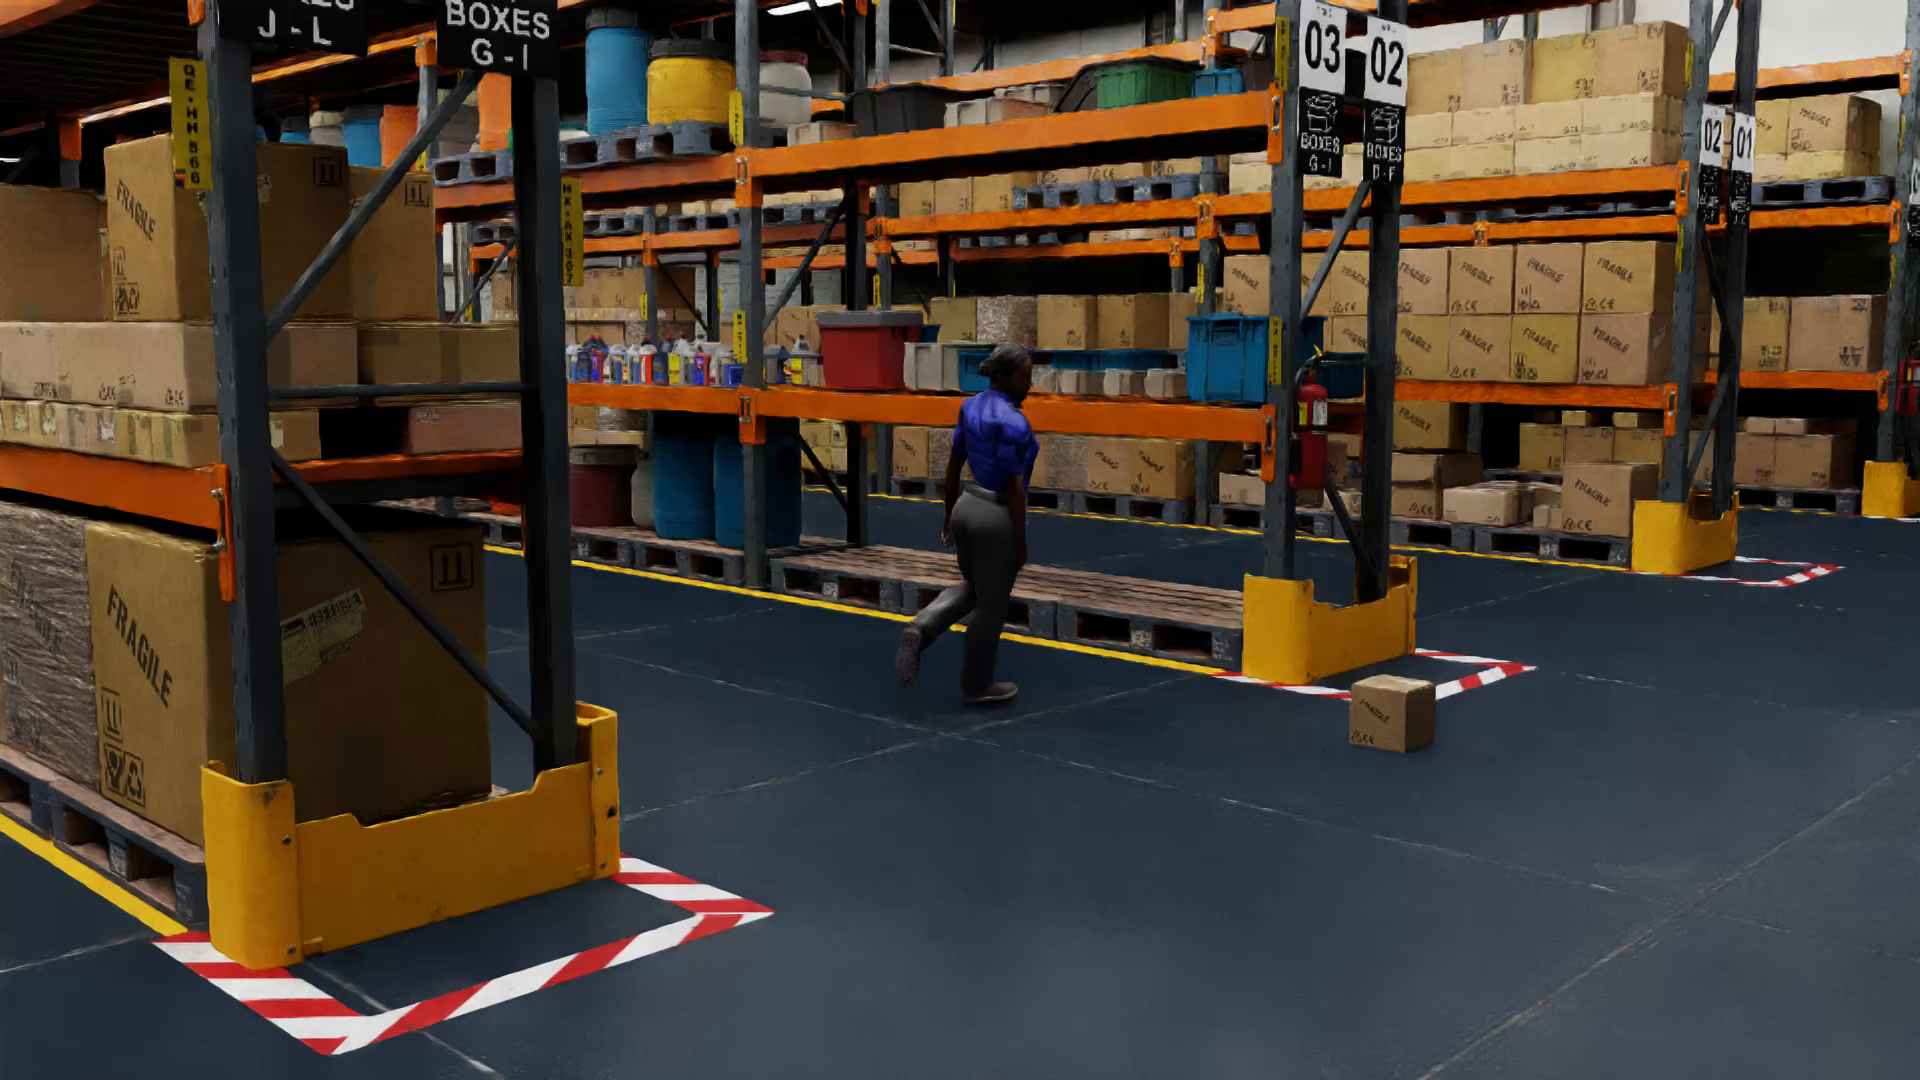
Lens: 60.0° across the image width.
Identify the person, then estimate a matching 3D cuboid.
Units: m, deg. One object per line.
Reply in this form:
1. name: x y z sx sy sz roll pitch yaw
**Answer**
1. person: 0.092 -0.054 7.255 0.614 1.614 0.563 -5 9 -36
